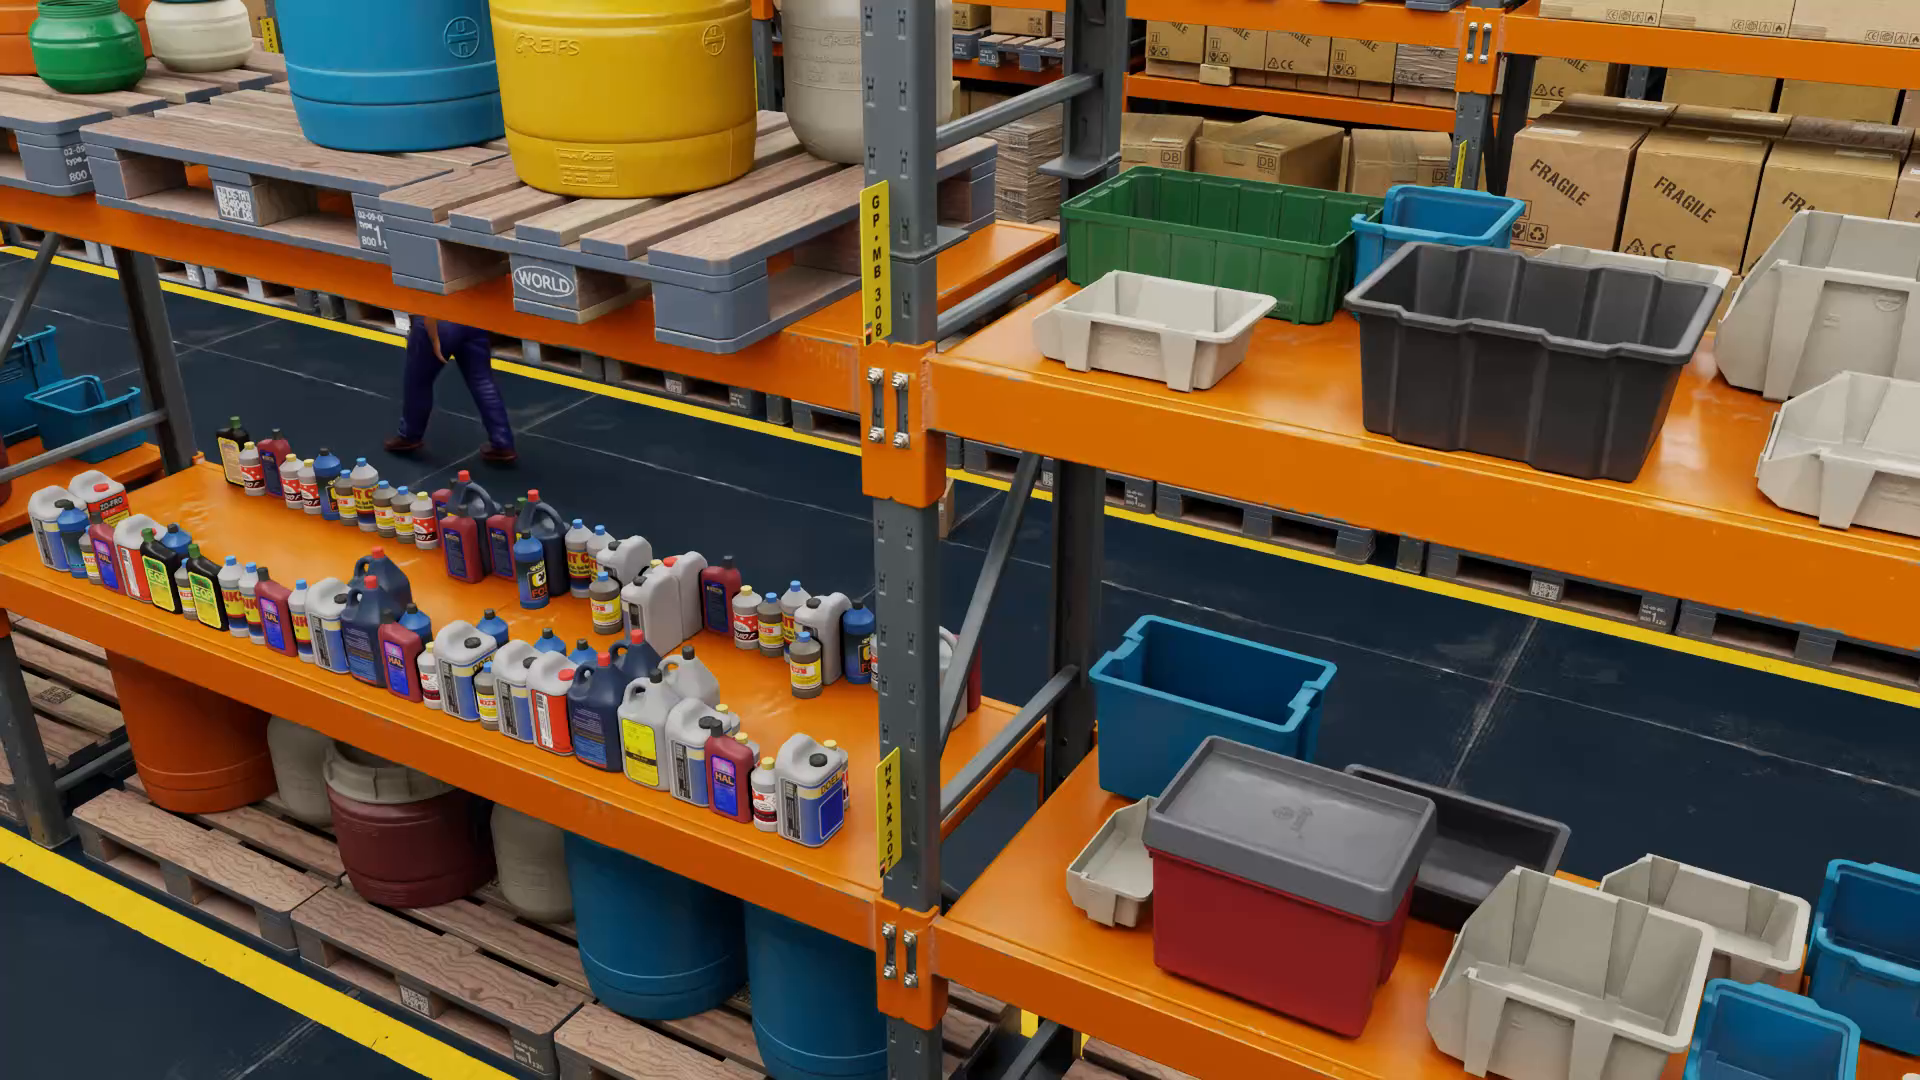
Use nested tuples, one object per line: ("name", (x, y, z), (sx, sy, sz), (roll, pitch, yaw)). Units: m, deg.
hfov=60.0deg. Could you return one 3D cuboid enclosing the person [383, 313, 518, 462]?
("person", (-3.009, -1.248, 9.584), (0.907, 1.613, 0.500), (16, 31, 29))
